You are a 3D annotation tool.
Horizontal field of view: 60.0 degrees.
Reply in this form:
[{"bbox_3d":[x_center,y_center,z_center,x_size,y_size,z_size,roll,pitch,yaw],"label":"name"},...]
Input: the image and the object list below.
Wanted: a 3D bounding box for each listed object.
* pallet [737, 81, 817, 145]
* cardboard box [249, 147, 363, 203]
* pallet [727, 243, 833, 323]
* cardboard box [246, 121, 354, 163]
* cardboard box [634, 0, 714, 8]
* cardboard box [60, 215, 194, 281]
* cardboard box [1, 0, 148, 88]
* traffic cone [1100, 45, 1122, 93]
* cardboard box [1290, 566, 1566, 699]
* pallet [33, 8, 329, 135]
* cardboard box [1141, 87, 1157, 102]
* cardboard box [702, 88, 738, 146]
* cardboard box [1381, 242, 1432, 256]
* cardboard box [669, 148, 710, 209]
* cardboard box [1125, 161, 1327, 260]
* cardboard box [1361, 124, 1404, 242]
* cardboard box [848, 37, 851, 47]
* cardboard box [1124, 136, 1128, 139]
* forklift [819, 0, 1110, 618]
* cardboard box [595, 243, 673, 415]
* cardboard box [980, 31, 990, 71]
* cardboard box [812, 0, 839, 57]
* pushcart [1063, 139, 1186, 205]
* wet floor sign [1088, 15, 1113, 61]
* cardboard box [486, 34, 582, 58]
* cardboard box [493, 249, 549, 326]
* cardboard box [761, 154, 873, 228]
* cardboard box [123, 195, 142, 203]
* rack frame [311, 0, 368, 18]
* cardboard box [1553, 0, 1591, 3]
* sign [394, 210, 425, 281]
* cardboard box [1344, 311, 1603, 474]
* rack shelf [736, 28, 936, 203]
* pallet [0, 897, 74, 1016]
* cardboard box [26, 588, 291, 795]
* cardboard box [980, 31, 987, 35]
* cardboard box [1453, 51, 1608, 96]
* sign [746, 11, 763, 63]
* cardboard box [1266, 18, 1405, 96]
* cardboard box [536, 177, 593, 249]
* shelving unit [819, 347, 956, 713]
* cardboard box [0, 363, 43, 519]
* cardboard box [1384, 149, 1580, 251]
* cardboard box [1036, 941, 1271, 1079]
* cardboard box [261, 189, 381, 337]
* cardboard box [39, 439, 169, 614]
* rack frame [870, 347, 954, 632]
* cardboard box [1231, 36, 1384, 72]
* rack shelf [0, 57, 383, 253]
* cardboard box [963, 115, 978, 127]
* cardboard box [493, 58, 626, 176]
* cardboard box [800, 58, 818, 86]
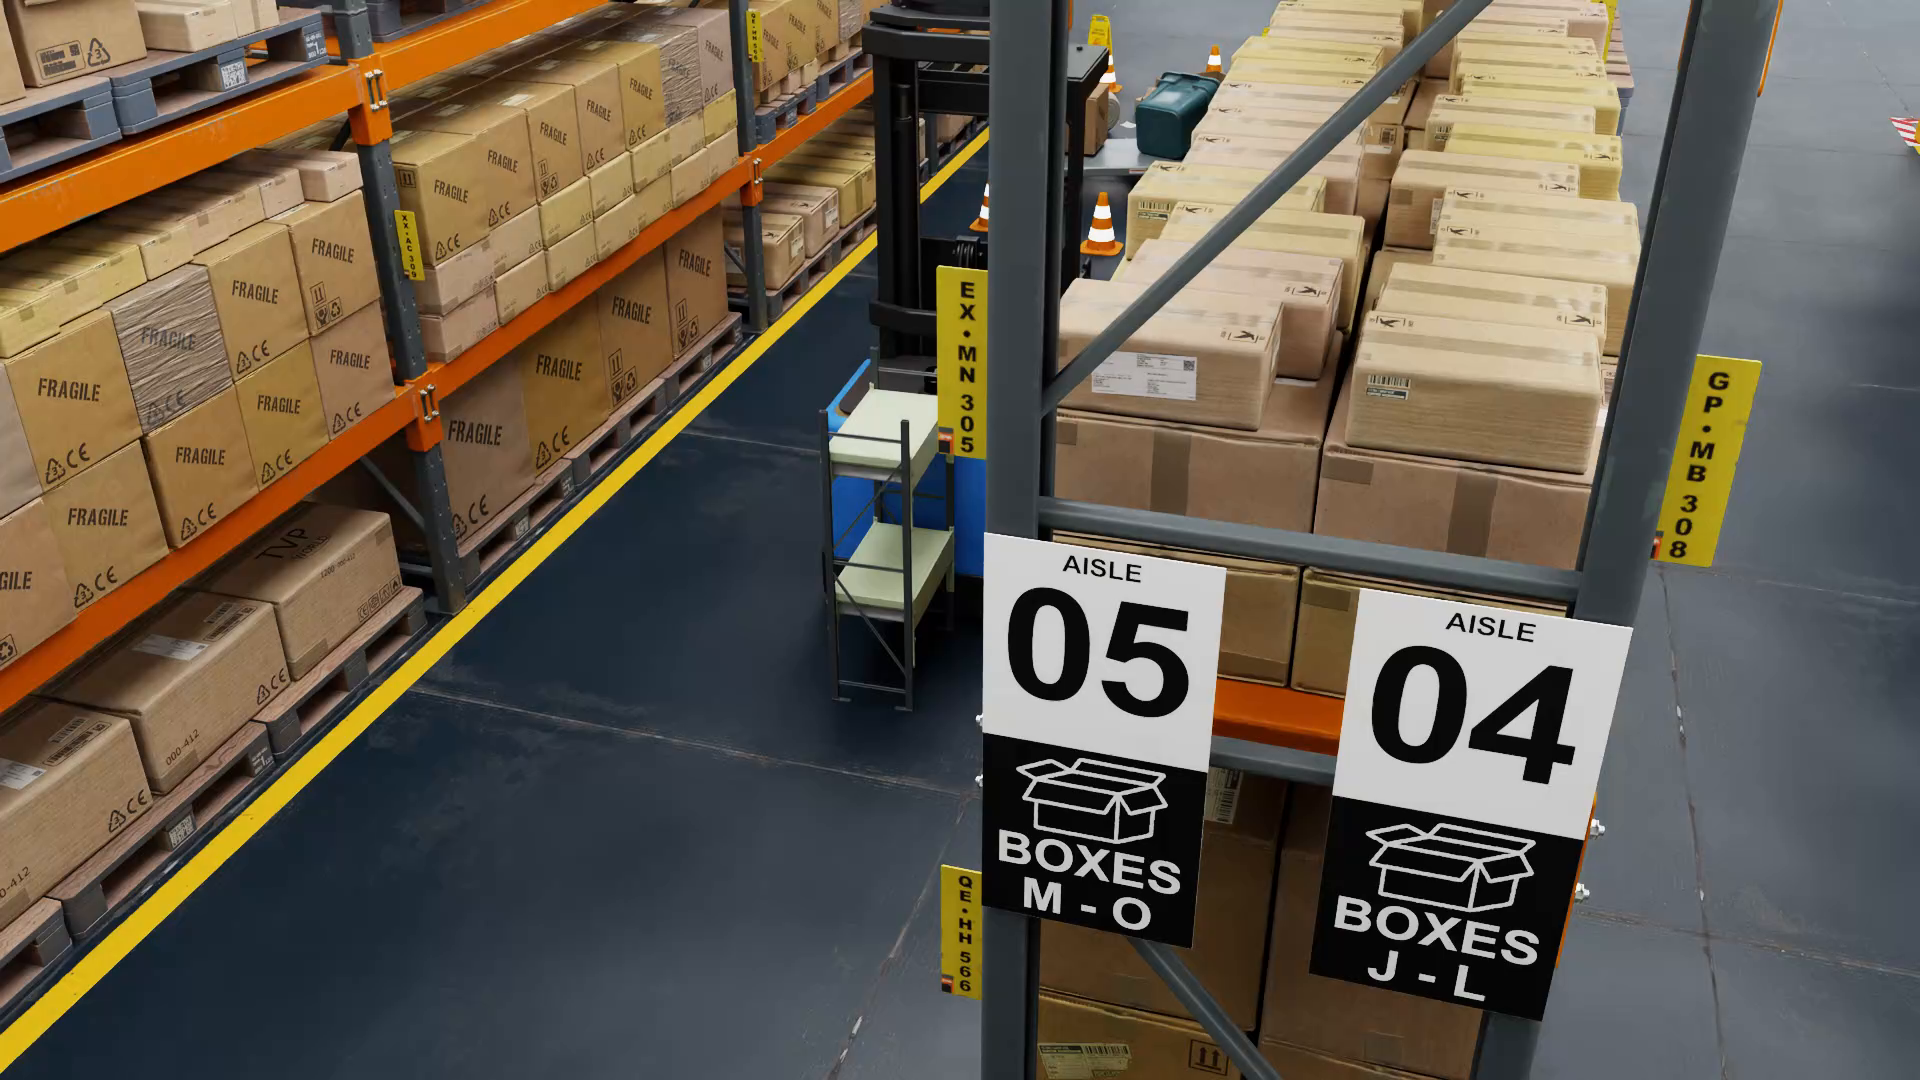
[{"bbox_3d":[-1.770,-3.134,11.995,1.213,0.211,1.003,8,30,15],"label":"pallet"},{"bbox_3d":[-2.837,-1.588,7.220,0.380,0.149,0.250,8,30,14],"label":"cardboard box"},{"bbox_3d":[-1.646,-2.016,12.656,1.003,0.211,1.213,8,30,15],"label":"pallet"},{"bbox_3d":[-3.160,-1.737,8.155,0.500,0.500,0.500,9,30,16],"label":"cardboard box"},{"bbox_3d":[-2.010,-3.479,11.578,0.500,0.500,0.500,8,30,13],"label":"cardboard box"},{"bbox_3d":[-3.197,-1.125,6.388,0.380,0.149,0.250,8,30,14],"label":"cardboard box"},{"bbox_3d":[-3.416,-1.964,5.969,0.797,0.503,0.637,11,31,19],"label":"cardboard box"},{"bbox_3d":[1.578,-5.097,17.936,0.336,0.463,0.334,8,30,15],"label":"traffic cone"},{"bbox_3d":[0.912,0.088,3.074,0.500,0.250,0.500,10,30,17],"label":"cardboard box"},{"bbox_3d":[-3.301,-1.906,6.596,1.003,0.211,1.213,8,30,15],"label":"pallet"},{"bbox_3d":[2.109,-3.944,15.683,0.797,0.637,0.503,8,30,15],"label":"cardboard box"},{"bbox_3d":[-1.776,-2.763,10.771,0.500,0.250,0.500,8,30,15],"label":"cardboard box"},{"bbox_3d":[1.225,-0.601,3.799,0.500,0.250,0.500,9,30,15],"label":"cardboard box"},{"bbox_3d":[-1.912,-2.294,10.443,0.500,0.250,0.500,9,30,16],"label":"cardboard box"},{"bbox_3d":[0.568,-0.687,3.543,0.380,0.149,0.250,9,30,16],"label":"cardboard box"},{"bbox_3d":[0.889,-0.917,4.367,0.500,0.250,0.500,7,30,13],"label":"cardboard box"},{"bbox_3d":[-1.079,-3.946,13.084,0.380,0.149,0.250,7,30,13],"label":"cardboard box"},{"bbox_3d":[1.588,-3.608,15.462,0.258,0.266,0.396,-12,31,-20],"label":"cardboard box"},{"bbox_3d":[0.160,-1.577,9.069,1.130,2.935,3.031,7,30,13],"label":"forklift"},{"bbox_3d":[-2.425,-1.403,10.441,0.875,0.875,0.875,9,30,15],"label":"cardboard box"},{"bbox_3d":[0.028,-4.767,16.358,0.500,0.500,0.500,10,31,17],"label":"cardboard box"},{"bbox_3d":[-1.228,-3.896,12.326,0.500,0.500,0.500,9,30,16],"label":"cardboard box"},{"bbox_3d":[1.491,-3.282,14.762,1.648,0.377,0.936,-1,29,-3],"label":"pushcart"},{"bbox_3d":[1.550,-5.496,18.466,0.267,0.644,0.232,20,35,32],"label":"wet floor sign"},{"bbox_3d":[-2.559,-2.688,9.864,0.500,0.500,0.500,9,30,16],"label":"cardboard box"},{"bbox_3d":[-2.519,-1.354,8.753,0.500,0.250,0.500,8,30,14],"label":"cardboard box"},{"bbox_3d":[-1.265,-2.863,13.583,0.950,0.372,0.625,10,30,17],"label":"cardboard box"},{"bbox_3d":[-3.487,-1.421,6.920,0.380,0.149,0.250,8,30,14],"label":"cardboard box"},{"bbox_3d":[-3.051,-3.634,6.526,1.000,3.000,0.127,8,30,15],"label":"rack frame"},{"bbox_3d":[1.812,-1.682,5.333,0.380,0.149,0.250,9,30,16],"label":"cardboard box"},{"bbox_3d":[-2.520,-1.347,7.614,0.100,0.325,0.005,8,30,15],"label":"sign"},{"bbox_3d":[0.849,-0.250,2.759,0.380,0.149,0.250,8,30,14],"label":"cardboard box"},{"bbox_3d":[-1.290,-3.486,13.172,1.077,0.370,4.000,8,30,15],"label":"rack shelf"},{"bbox_3d":[-4.066,1.682,6.009,1.003,0.211,1.213,8,30,15],"label":"pallet"},{"bbox_3d":[-3.600,0.616,7.260,0.875,0.438,0.875,8,30,13],"label":"cardboard box"},{"bbox_3d":[0.048,-4.973,16.062,0.380,0.149,0.250,10,31,18],"label":"cardboard box"},{"bbox_3d":[1.525,-1.202,4.469,0.380,0.149,0.250,8,30,15],"label":"cardboard box"},{"bbox_3d":[-1.346,-3.300,10.905,0.100,0.325,0.005,8,30,15],"label":"sign"},{"bbox_3d":[1.086,-1.407,4.837,0.380,0.149,0.250,8,30,13],"label":"cardboard box"},{"bbox_3d":[-2.353,-1.807,9.052,0.500,0.250,0.500,9,30,16],"label":"cardboard box"},{"bbox_3d":[-0.318,-0.048,7.794,0.431,1.500,0.755,7,30,13],"label":"shelving unit"},{"bbox_3d":[-3.524,-0.298,5.569,0.500,0.500,0.500,8,30,14],"label":"cardboard box"},{"bbox_3d":[1.137,-0.729,3.620,0.380,0.149,0.250,9,30,16],"label":"cardboard box"},{"bbox_3d":[0.422,1.087,3.802,0.500,0.500,0.500,9,30,16],"label":"cardboard box"},{"bbox_3d":[-2.926,-1.234,7.252,0.500,0.500,0.500,8,30,14],"label":"cardboard box"},{"bbox_3d":[-3.391,-0.087,6.219,0.500,0.500,0.500,10,30,17],"label":"cardboard box"},{"bbox_3d":[-0.225,-0.220,8.103,0.400,1.500,0.023,7,30,13],"label":"rack frame"},{"bbox_3d":[0.962,-1.286,4.621,0.380,0.149,0.250,10,31,17],"label":"cardboard box"},{"bbox_3d":[-3.638,-1.079,5.759,1.077,0.370,4.000,8,30,15],"label":"rack shelf"},{"bbox_3d":[-0.126,-4.198,16.106,0.500,0.250,0.500,10,31,18],"label":"cardboard box"},{"bbox_3d":[-2.229,-2.371,9.295,0.500,0.500,0.500,8,30,14],"label":"cardboard box"},{"bbox_3d":[-1.264,-3.442,12.178,0.380,0.149,0.250,9,30,15],"label":"cardboard box"}]
